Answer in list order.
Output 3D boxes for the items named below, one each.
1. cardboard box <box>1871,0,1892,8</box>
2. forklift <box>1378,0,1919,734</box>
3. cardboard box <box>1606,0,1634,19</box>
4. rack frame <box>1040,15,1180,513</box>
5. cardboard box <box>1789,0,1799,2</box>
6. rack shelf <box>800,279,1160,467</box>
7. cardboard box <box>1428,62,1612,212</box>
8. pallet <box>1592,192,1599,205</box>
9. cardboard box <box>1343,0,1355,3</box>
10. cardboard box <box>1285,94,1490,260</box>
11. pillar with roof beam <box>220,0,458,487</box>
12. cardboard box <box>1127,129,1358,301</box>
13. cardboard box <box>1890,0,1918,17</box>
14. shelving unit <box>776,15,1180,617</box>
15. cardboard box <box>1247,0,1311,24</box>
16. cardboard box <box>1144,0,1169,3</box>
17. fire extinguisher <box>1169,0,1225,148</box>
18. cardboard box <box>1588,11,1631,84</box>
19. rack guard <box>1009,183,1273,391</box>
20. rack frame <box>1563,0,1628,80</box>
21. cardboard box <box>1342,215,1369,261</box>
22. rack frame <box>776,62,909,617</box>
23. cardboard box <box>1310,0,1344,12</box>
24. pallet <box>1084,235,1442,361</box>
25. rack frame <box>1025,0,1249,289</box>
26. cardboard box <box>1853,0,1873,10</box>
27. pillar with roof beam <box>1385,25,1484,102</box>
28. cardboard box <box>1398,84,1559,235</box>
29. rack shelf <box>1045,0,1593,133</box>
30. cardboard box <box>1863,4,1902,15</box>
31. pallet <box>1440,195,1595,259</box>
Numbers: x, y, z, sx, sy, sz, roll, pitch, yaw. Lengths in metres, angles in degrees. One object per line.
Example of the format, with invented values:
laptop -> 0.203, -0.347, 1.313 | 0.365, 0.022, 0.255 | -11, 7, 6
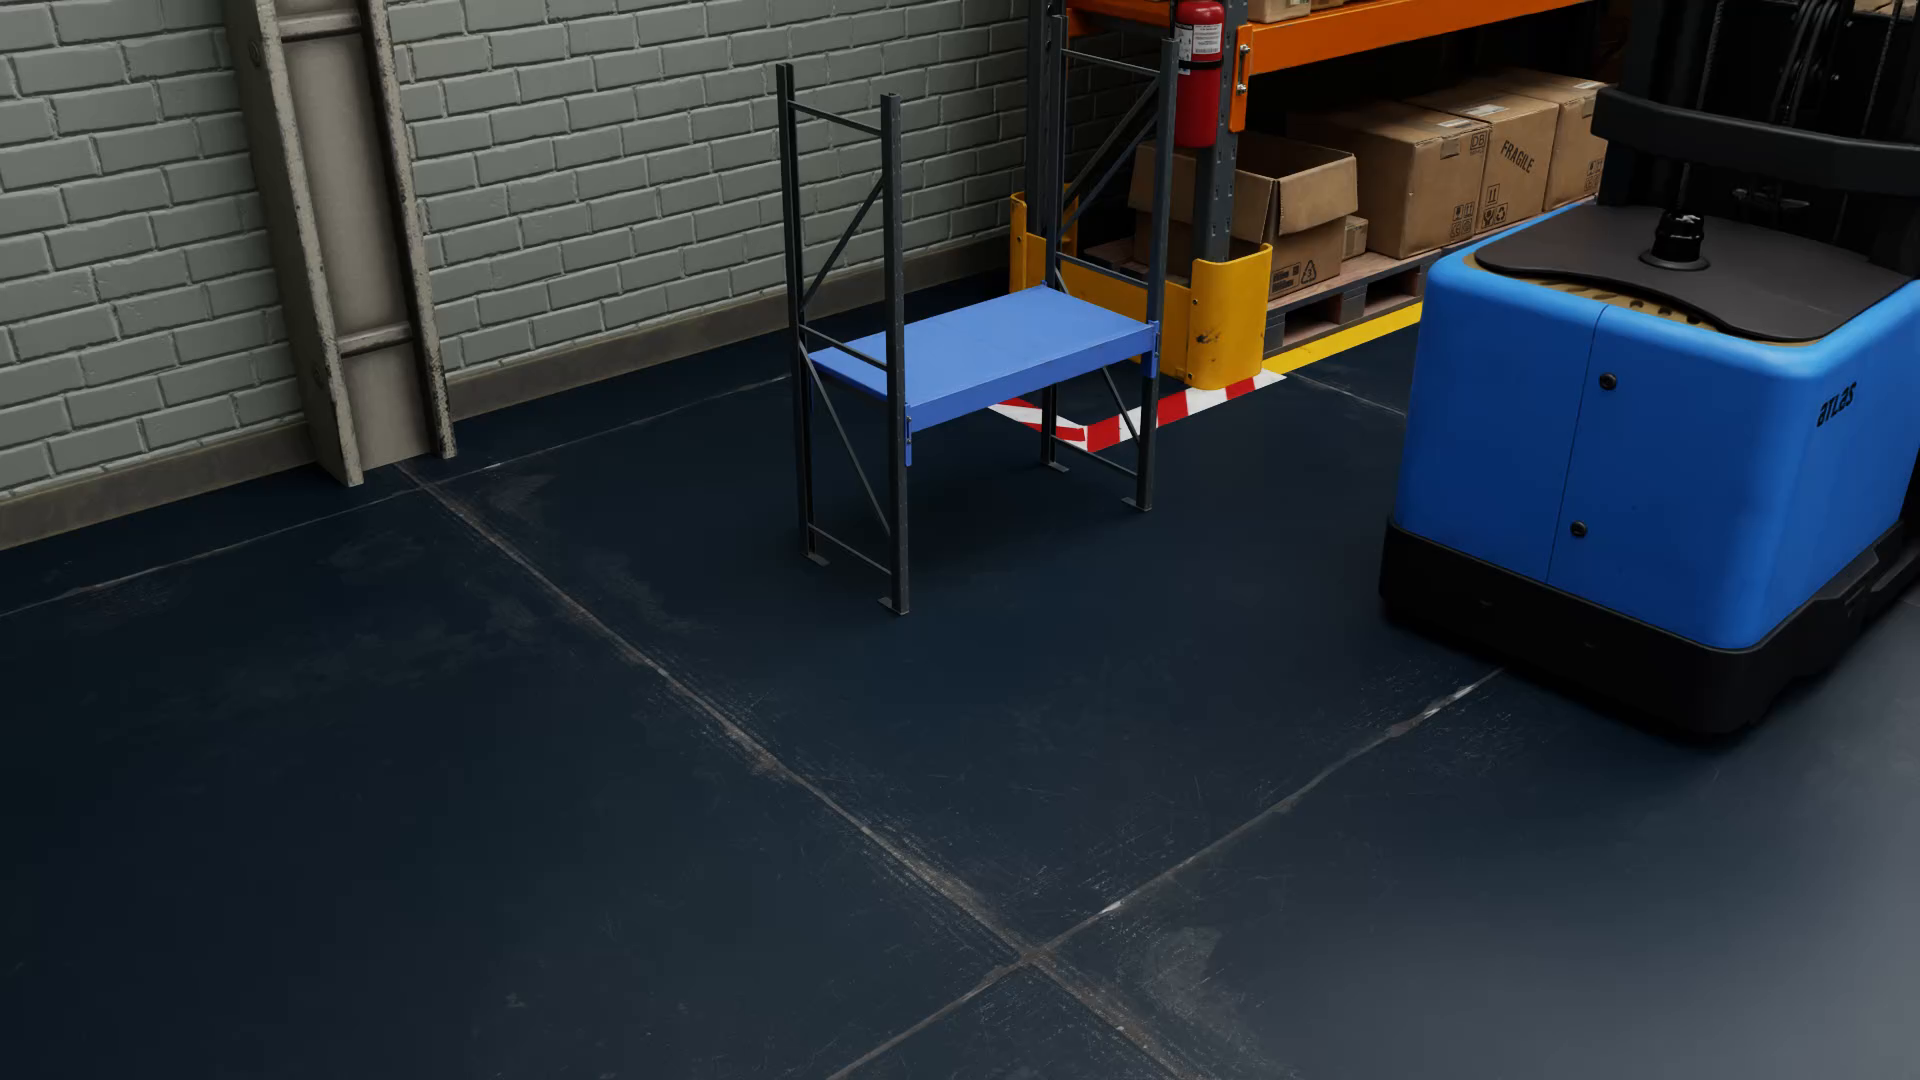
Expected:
cardboard box -> 5.075, -3.145, 9.470 | 0.250, 0.149, 0.380 | -20, 34, -33
forklift -> 2.615, -1.396, 4.752 | 3.031, 2.935, 1.130 | -25, 37, -38
cardboard box -> 3.770, -2.924, 9.058 | 0.250, 0.149, 0.380 | -24, 36, -37
rack frame -> 0.452, -0.843, 5.236 | 0.032, 1.500, 0.500 | -22, 35, -35
cardboard box -> 4.289, -2.951, 8.791 | 0.250, 0.149, 0.380 | -24, 36, -37
rack shelf -> 0.065, -0.529, 5.030 | 1.000, 0.185, 0.538 | -22, 35, -35
cardboard box -> 2.626, -1.917, 7.861 | 0.500, 0.500, 0.700 | -23, 36, -37
pallet -> 3.154, -1.900, 8.581 | 1.213, 0.211, 1.003 | -22, 35, -35
cardboard box -> 1.403, -2.195, 6.441 | 0.250, 0.149, 0.380 | -22, 35, -36
cardboard box -> 1.836, -1.599, 7.267 | 0.500, 0.500, 0.700 | -20, 34, -33
pillar with roof beam -> 0.792, -2.717, 0.786 | 0.400, 9.000, 9.100 | -22, 35, -35
cardboard box -> 1.161, -1.353, 6.803 | 0.637, 0.503, 0.797 | -24, 36, -37
cardboard box -> 5.371, -2.964, 9.820 | 0.500, 0.500, 0.500 | -23, 36, -37
shelving unit -> 0.065, -0.688, 4.945 | 1.048, 1.500, 0.538 | -22, 35, -35
cardboard box -> 1.062, -2.007, 6.090 | 0.250, 0.149, 0.380 | -22, 35, -35
cardboard box -> 0.712, -2.203, 6.456 | 0.250, 0.149, 0.380 | -22, 35, -35
fire extinguisher -> 0.822, -1.707, 5.739 | 0.183, 0.674, 0.296 | -22, 35, -35
cardboard box -> 3.858, -2.679, 9.286 | 0.500, 0.500, 0.500 | -22, 35, -35
rack guard -> 0.692, -1.037, 6.659 | 0.348, 0.500, 1.175 | -22, 35, -35
rack frame -> 3.677, -3.340, 8.317 | 0.127, 3.000, 1.000 | -22, 35, -35
cardboard box -> 1.509, -1.313, 7.103 | 0.250, 0.149, 0.380 | -24, 36, -37
rack frame -> -0.322, -0.532, 4.654 | 0.032, 1.500, 0.500 | -22, 35, -35
cardboard box -> 1.225, -2.102, 6.267 | 0.250, 0.149, 0.380 | -21, 35, -34
pallet -> 1.298, -1.153, 7.185 | 1.213, 0.211, 1.003 | -22, 35, -35
rack frame -> 0.634, -2.116, 6.027 | 0.127, 3.000, 1.000 | -22, 35, -35
cardboard box -> 4.885, -3.070, 9.330 | 0.250, 0.149, 0.380 | -22, 35, -35
pillar with roof beam -> 5.356, -4.552, 4.220 | 0.400, 9.000, 9.100 | -22, 35, -35
cardboard box -> 2.303, -1.725, 7.502 | 0.500, 0.500, 0.500 | -21, 35, -34
rack shelf -> 2.155, -2.410, 7.341 | 4.000, 0.370, 1.077 | -22, 35, -35
cardboard box -> 4.972, -2.807, 9.527 | 0.500, 0.500, 0.500 | -23, 36, -36
pallet -> 2.225, -1.525, 7.879 | 1.213, 0.211, 1.003 | -22, 35, -35
